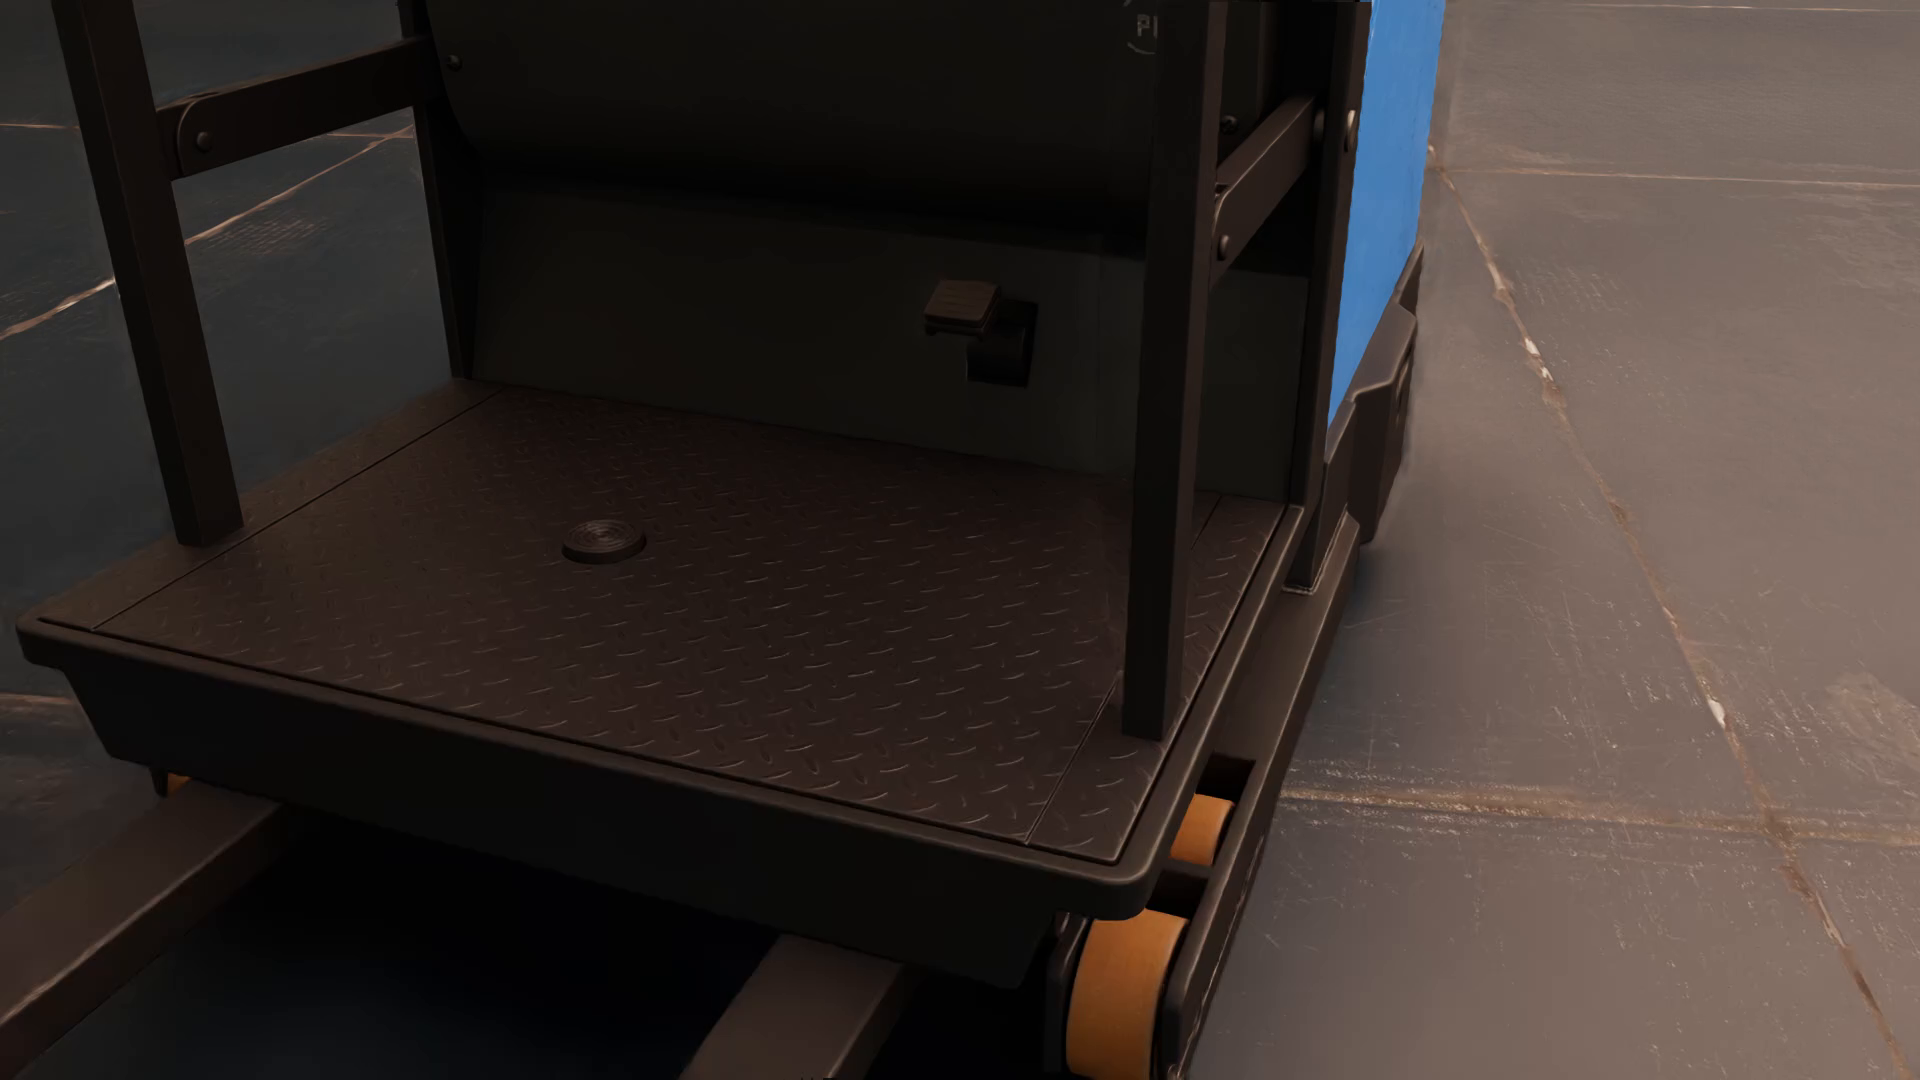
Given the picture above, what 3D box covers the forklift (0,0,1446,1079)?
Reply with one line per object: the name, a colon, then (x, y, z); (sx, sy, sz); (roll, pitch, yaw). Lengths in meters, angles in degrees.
forklift: (-0.211, -1.026, 1.272); (1.130, 2.935, 3.031); (10, 28, 19)
